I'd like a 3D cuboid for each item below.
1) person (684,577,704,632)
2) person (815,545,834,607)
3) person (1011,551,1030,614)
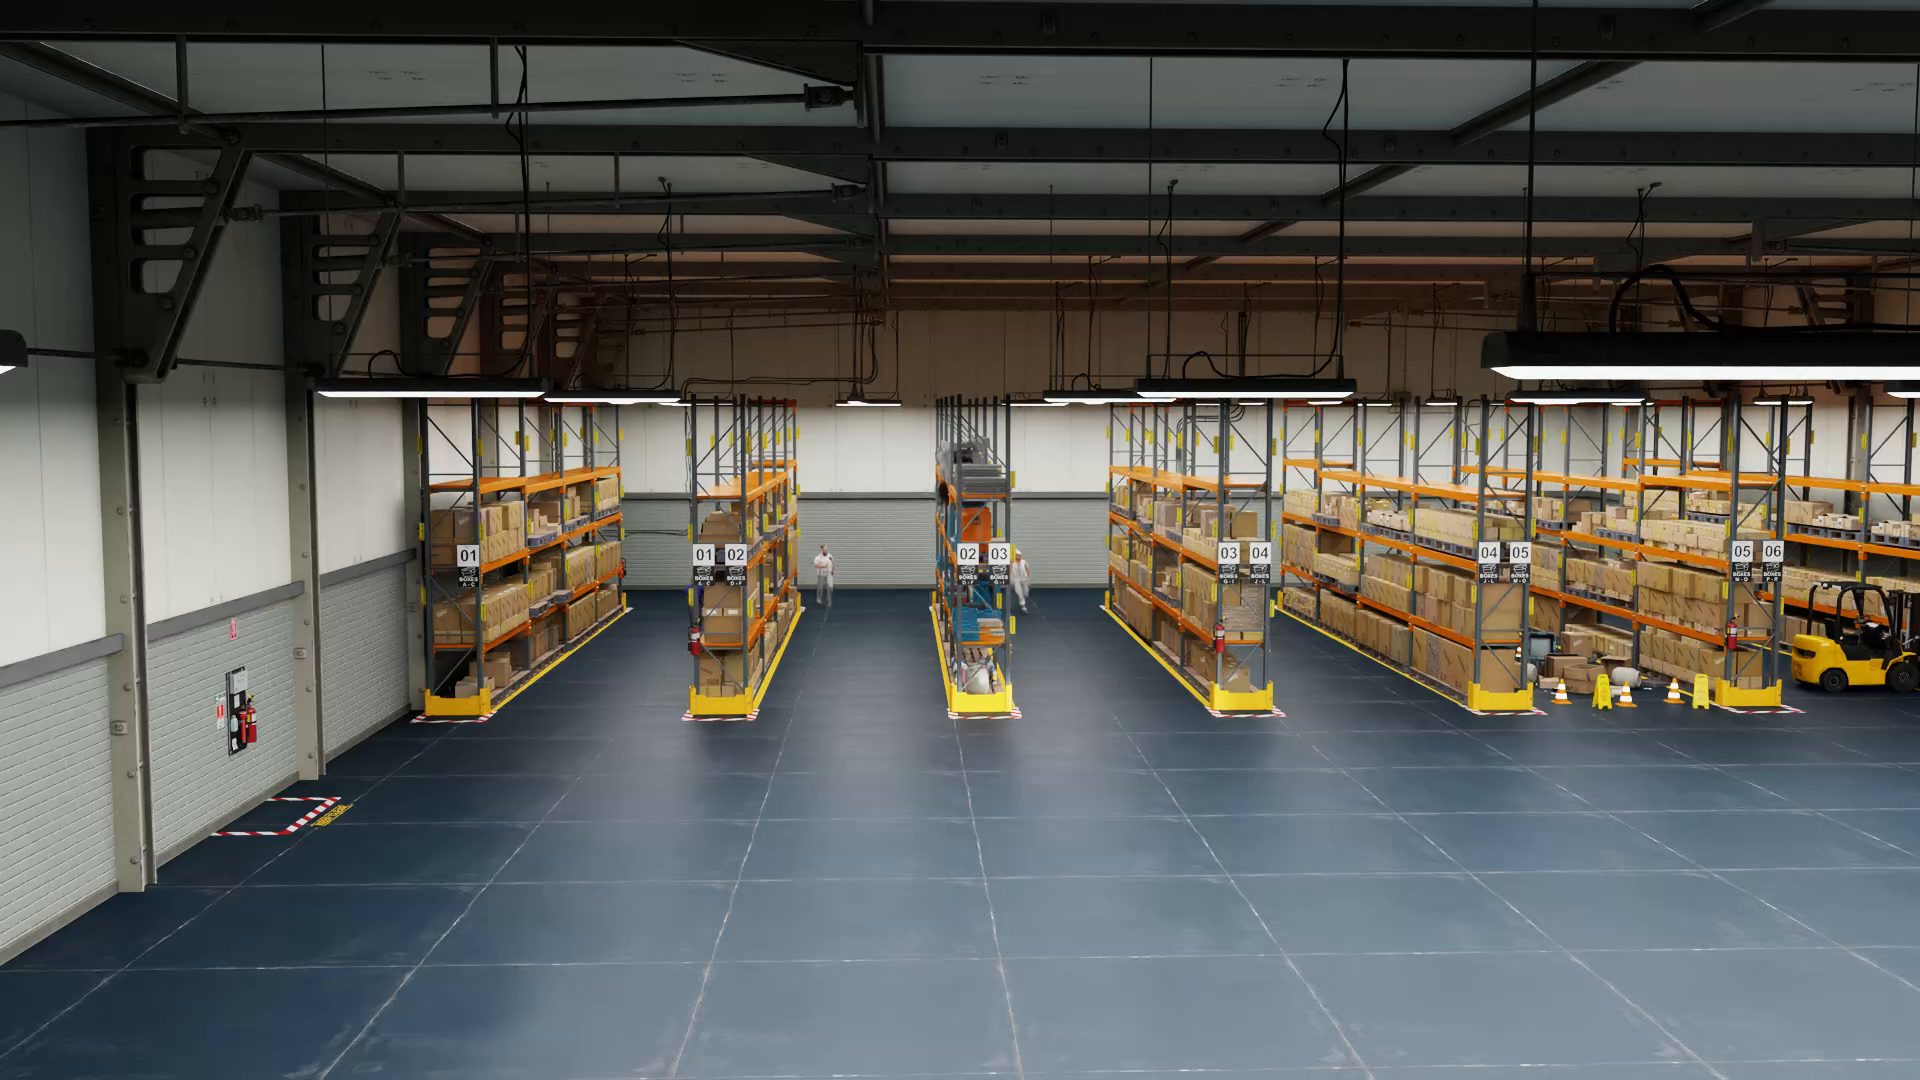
[{"bbox_3d":[-6.643,1.666,41.821,0.576,1.545,0.768,-1,5,-11],"label":"person"},{"bbox_3d":[-3.936,1.047,48.286,0.632,1.844,0.874,-2,5,-23],"label":"person"},{"bbox_3d":[1.655,1.173,46.713,0.640,1.762,0.937,-1,5,-9],"label":"person"}]
